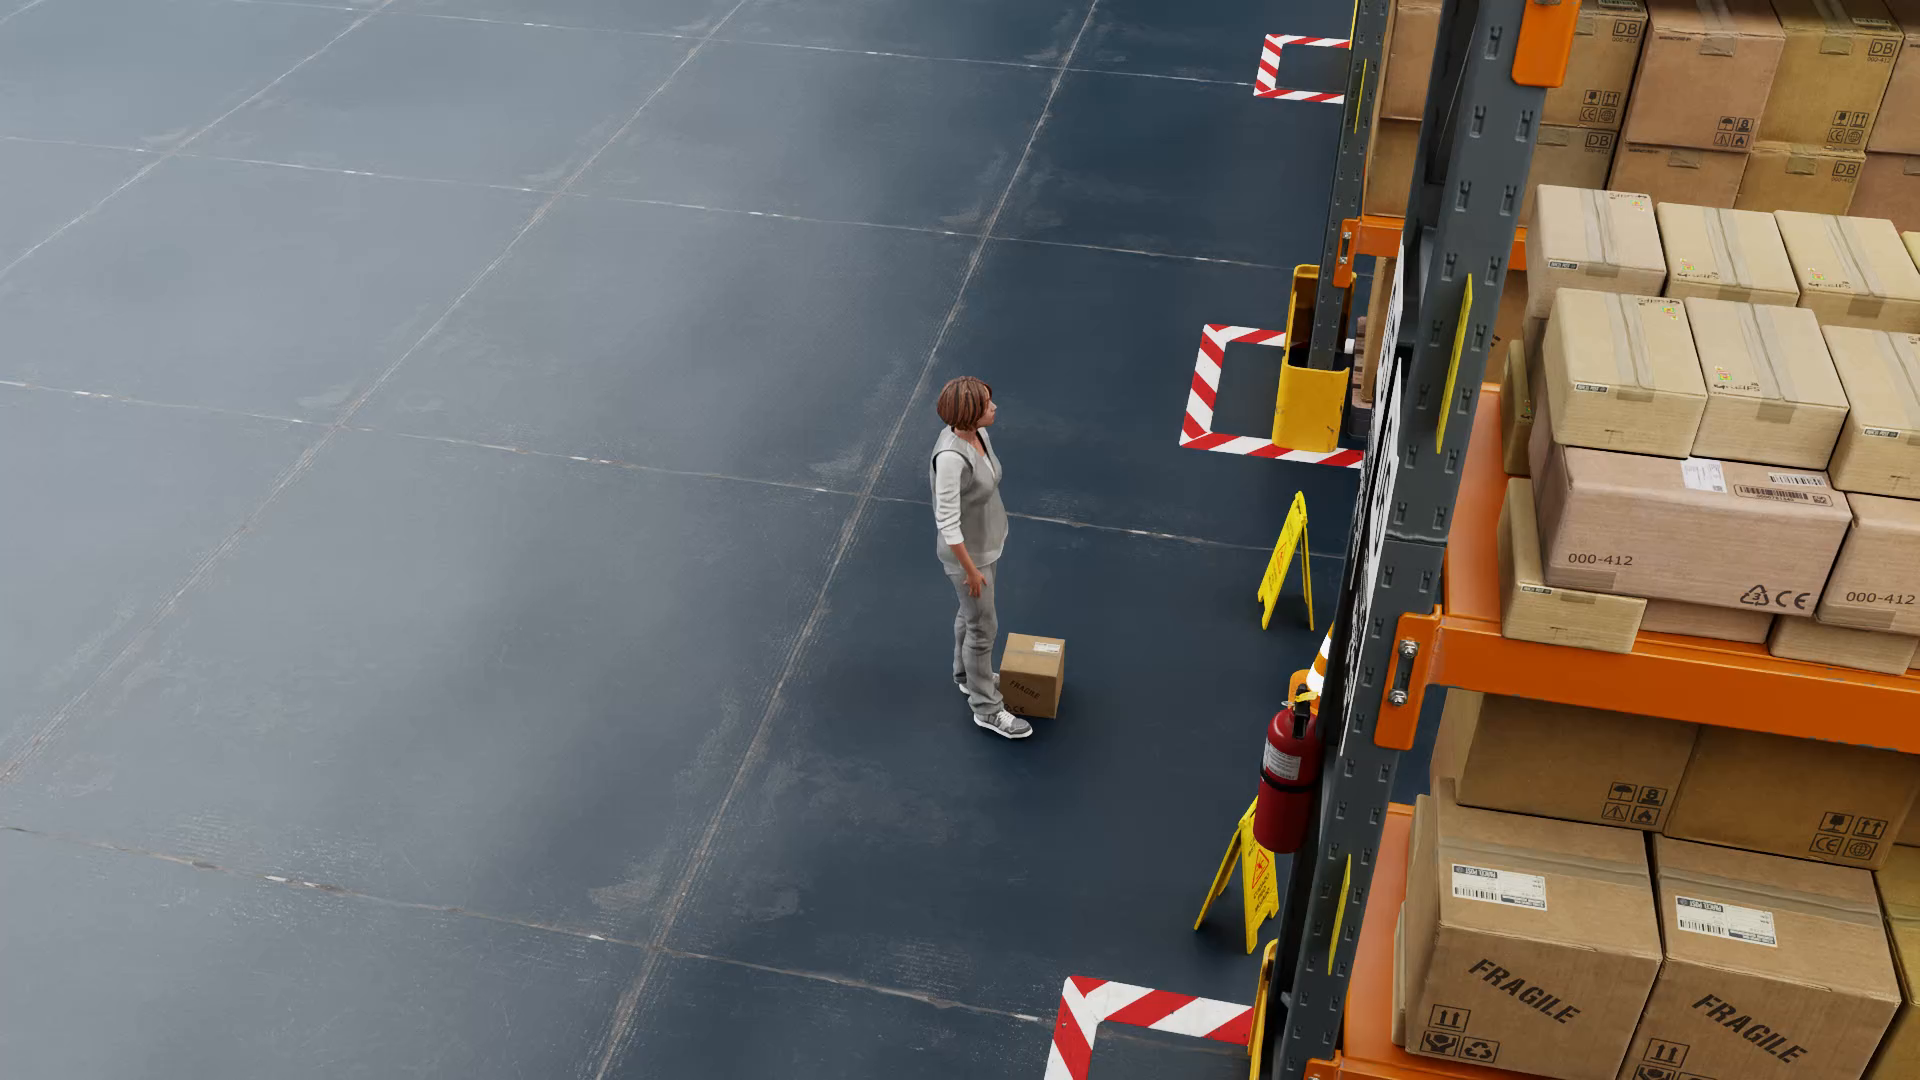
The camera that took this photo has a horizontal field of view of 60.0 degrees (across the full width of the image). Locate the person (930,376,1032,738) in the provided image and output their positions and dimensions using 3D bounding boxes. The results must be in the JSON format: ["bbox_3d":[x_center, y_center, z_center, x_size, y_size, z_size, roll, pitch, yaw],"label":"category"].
[{"bbox_3d":[0.125,0.049,6.889,0.475,1.597,0.520,8,38,10],"label":"person"}]
